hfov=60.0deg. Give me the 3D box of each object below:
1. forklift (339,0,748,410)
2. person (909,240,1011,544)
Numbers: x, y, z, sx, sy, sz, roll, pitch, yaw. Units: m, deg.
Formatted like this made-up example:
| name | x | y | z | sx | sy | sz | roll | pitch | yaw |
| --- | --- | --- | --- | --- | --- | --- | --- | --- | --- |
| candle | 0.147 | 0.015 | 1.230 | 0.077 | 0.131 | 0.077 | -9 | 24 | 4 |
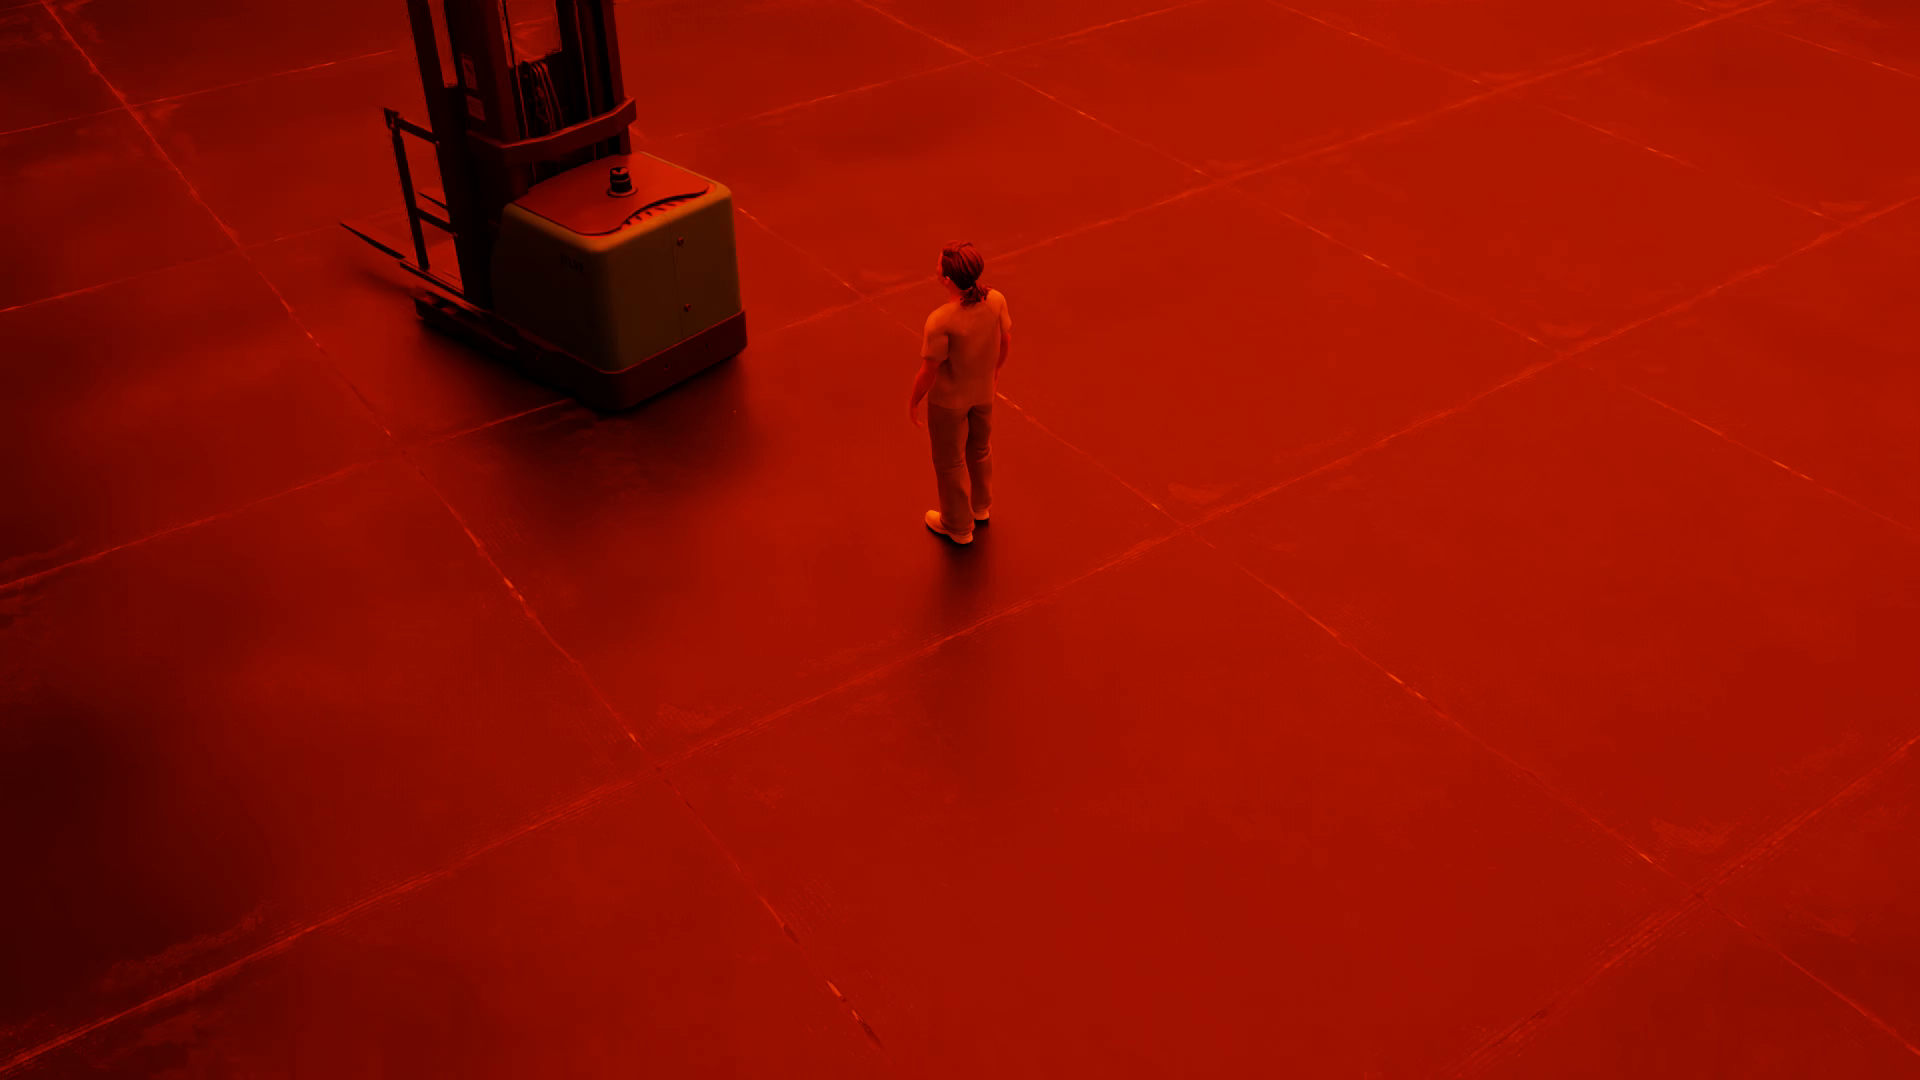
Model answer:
| name | x | y | z | sx | sy | sz | roll | pitch | yaw |
| --- | --- | --- | --- | --- | --- | --- | --- | --- | --- |
| forklift | -2.700 | -2.645 | 9.522 | 3.031 | 2.935 | 1.130 | 27 | 44 | 32 |
| person | -0.032 | -0.720 | 7.962 | 0.549 | 1.673 | 0.548 | -23 | 42 | -28 |
